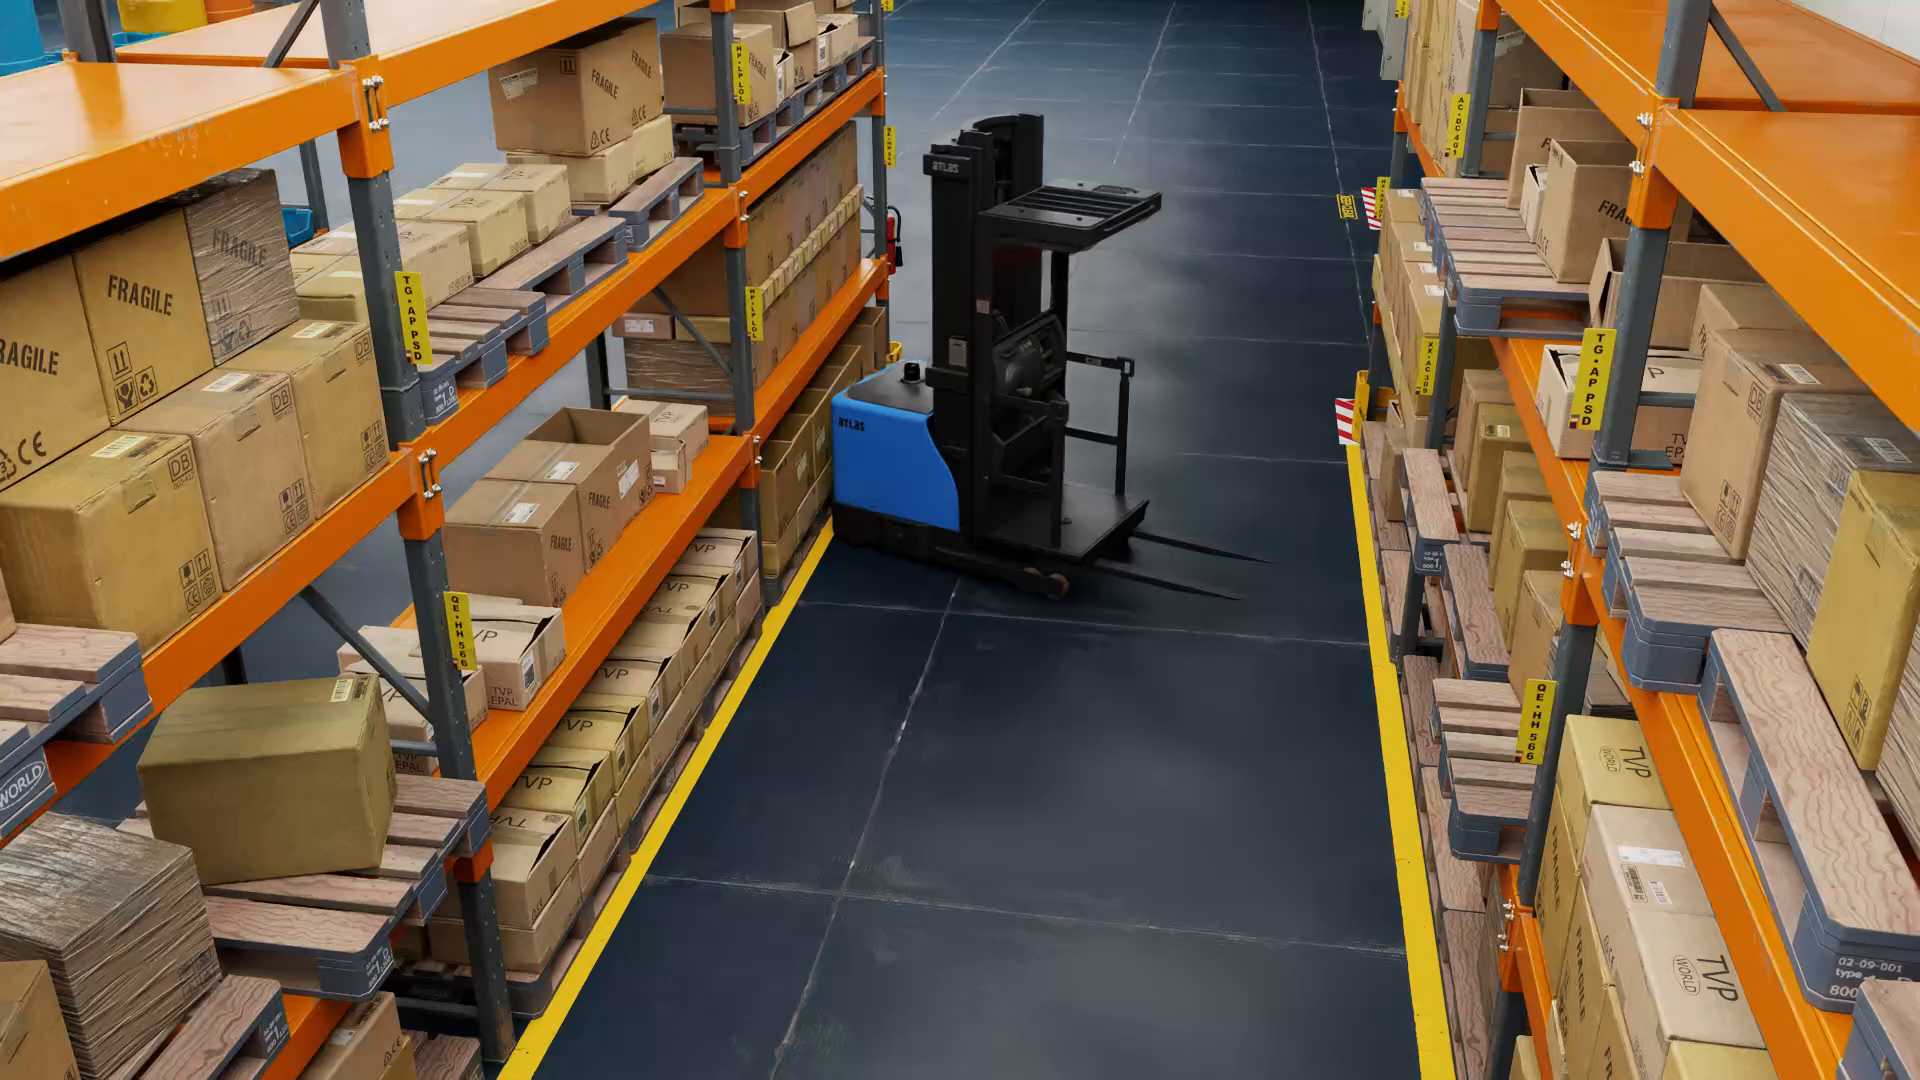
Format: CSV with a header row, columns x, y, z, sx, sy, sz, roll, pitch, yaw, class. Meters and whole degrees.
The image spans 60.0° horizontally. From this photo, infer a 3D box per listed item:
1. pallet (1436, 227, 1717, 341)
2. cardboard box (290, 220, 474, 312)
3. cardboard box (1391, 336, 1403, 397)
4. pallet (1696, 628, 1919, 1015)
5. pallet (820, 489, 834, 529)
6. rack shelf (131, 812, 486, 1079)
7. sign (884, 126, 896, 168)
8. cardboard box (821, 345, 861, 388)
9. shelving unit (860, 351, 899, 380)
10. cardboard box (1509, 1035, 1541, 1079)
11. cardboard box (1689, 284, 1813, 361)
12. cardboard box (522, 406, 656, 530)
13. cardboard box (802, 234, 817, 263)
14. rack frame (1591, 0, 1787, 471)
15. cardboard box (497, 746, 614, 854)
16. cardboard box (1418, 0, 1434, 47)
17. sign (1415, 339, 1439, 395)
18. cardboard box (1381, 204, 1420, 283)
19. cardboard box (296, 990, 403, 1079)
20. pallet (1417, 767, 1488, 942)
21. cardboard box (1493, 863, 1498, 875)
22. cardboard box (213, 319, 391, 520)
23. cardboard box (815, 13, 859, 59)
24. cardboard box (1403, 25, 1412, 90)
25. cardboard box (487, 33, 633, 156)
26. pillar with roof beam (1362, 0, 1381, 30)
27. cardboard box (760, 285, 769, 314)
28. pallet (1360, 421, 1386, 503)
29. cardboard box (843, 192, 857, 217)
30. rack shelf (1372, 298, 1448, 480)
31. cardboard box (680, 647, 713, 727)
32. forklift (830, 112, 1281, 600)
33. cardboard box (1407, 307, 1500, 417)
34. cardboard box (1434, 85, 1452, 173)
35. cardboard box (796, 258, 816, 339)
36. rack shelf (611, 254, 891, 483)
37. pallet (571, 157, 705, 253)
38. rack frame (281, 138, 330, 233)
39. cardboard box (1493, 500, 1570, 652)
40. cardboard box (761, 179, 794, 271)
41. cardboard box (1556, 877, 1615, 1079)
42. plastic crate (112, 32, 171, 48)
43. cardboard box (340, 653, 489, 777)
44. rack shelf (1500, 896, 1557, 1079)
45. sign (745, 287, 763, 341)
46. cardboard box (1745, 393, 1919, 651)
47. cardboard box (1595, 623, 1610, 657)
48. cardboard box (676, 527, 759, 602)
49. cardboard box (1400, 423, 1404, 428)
x,y,z,sx,sy,sz,roll,pitch,yaw,class
2.765,-1.123,7.294,1.213,0.211,1.003,4,25,9,pallet
-2.317,-1.098,6.700,0.500,0.250,0.500,5,25,10,cardboard box
3.073,-1.114,10.744,0.500,0.250,0.500,4,25,8,cardboard box
2.251,0.607,3.600,1.003,0.211,1.213,5,26,11,pallet
-1.382,-0.454,12.472,1.003,0.211,1.213,4,25,9,pallet
-2.731,1.959,4.874,1.077,0.370,4.000,4,25,9,rack shelf
-0.563,-3.137,13.269,0.100,0.325,0.005,4,25,9,sign
-1.039,-1.169,12.573,0.500,0.500,0.500,4,25,9,cardboard box
-0.583,-0.848,12.323,0.215,1.050,0.252,10,27,20,shelving unit
2.234,2.221,5.508,0.750,0.750,0.750,4,25,8,cardboard box
2.828,-0.559,5.727,0.500,0.500,0.500,4,25,9,cardboard box
-1.978,-0.381,8.907,0.500,0.500,0.500,6,26,12,cardboard box
-1.222,-2.066,11.742,0.380,0.149,0.250,4,25,8,cardboard box
2.484,-1.578,4.507,1.000,3.000,0.127,4,25,9,rack frame
-1.951,1.179,7.779,0.500,0.311,0.500,3,25,7,cardboard box
3.284,-3.507,10.845,0.500,0.500,0.500,5,25,10,cardboard box
2.601,-0.961,9.243,0.100,0.325,0.005,4,25,9,sign
3.326,-2.103,11.973,0.500,0.500,0.500,4,25,9,cardboard box
-2.330,1.822,5.865,0.500,0.250,0.500,5,26,11,cardboard box
2.815,1.566,8.155,1.003,0.211,1.213,4,25,9,pallet
2.749,1.559,7.310,0.700,0.500,0.500,4,25,8,cardboard box
-2.442,-0.422,5.457,0.910,0.500,0.500,4,25,9,cardboard box
-1.024,-3.593,11.866,0.500,0.250,0.500,4,25,9,cardboard box
3.490,-3.497,12.004,0.500,0.500,0.500,5,25,10,cardboard box
-1.960,-2.201,8.173,0.500,0.500,0.500,6,26,14,cardboard box
4.206,-14.907,32.983,9.100,9.000,0.400,4,25,9,pillar with roof beam
-1.434,-1.527,10.591,0.380,0.149,0.250,3,25,7,cardboard box
3.611,-0.575,12.730,1.003,0.211,1.213,4,25,9,pallet
-1.012,-2.605,12.895,0.380,0.149,0.250,5,25,10,cardboard box
3.465,-1.045,11.293,1.077,0.370,4.000,4,25,9,rack shelf
-1.699,0.798,9.254,0.500,0.250,0.500,5,25,10,cardboard box
0.635,-1.194,10.844,3.031,2.935,1.130,14,28,27,forklift
2.910,-1.034,9.690,0.500,0.500,0.500,4,25,8,cardboard box
3.072,-2.386,9.629,0.500,0.500,0.500,2,25,4,cardboard box
-1.436,-1.752,11.837,0.700,0.500,0.500,5,26,10,cardboard box
-1.423,-1.387,12.022,1.077,0.370,4.000,4,25,9,rack shelf
-1.881,-1.778,8.698,0.805,0.209,1.217,3,25,6,pallet
-5.982,-2.894,14.393,1.000,3.000,0.127,4,25,9,rack frame
2.733,0.174,7.202,0.700,0.500,0.500,4,25,9,cardboard box
-1.520,-2.116,11.083,0.700,0.500,0.500,4,25,8,cardboard box
2.057,1.353,4.828,0.500,0.500,0.500,5,26,10,cardboard box
-5.997,-3.426,12.013,0.392,0.384,0.575,4,25,9,plastic crate
-2.301,0.688,6.846,0.500,0.311,0.500,6,26,12,cardboard box
2.157,2.301,4.144,1.077,0.370,4.000,4,25,9,rack shelf
-1.213,-1.331,9.783,0.100,0.325,0.005,4,25,9,sign
2.427,-0.032,4.106,0.700,0.500,0.500,3,25,6,cardboard box
2.549,0.318,6.129,0.380,0.149,0.250,0,25,0,cardboard box
-1.533,0.115,10.054,0.500,0.311,0.500,4,25,9,cardboard box
3.496,-0.667,12.290,0.500,0.311,0.500,6,26,13,cardboard box
